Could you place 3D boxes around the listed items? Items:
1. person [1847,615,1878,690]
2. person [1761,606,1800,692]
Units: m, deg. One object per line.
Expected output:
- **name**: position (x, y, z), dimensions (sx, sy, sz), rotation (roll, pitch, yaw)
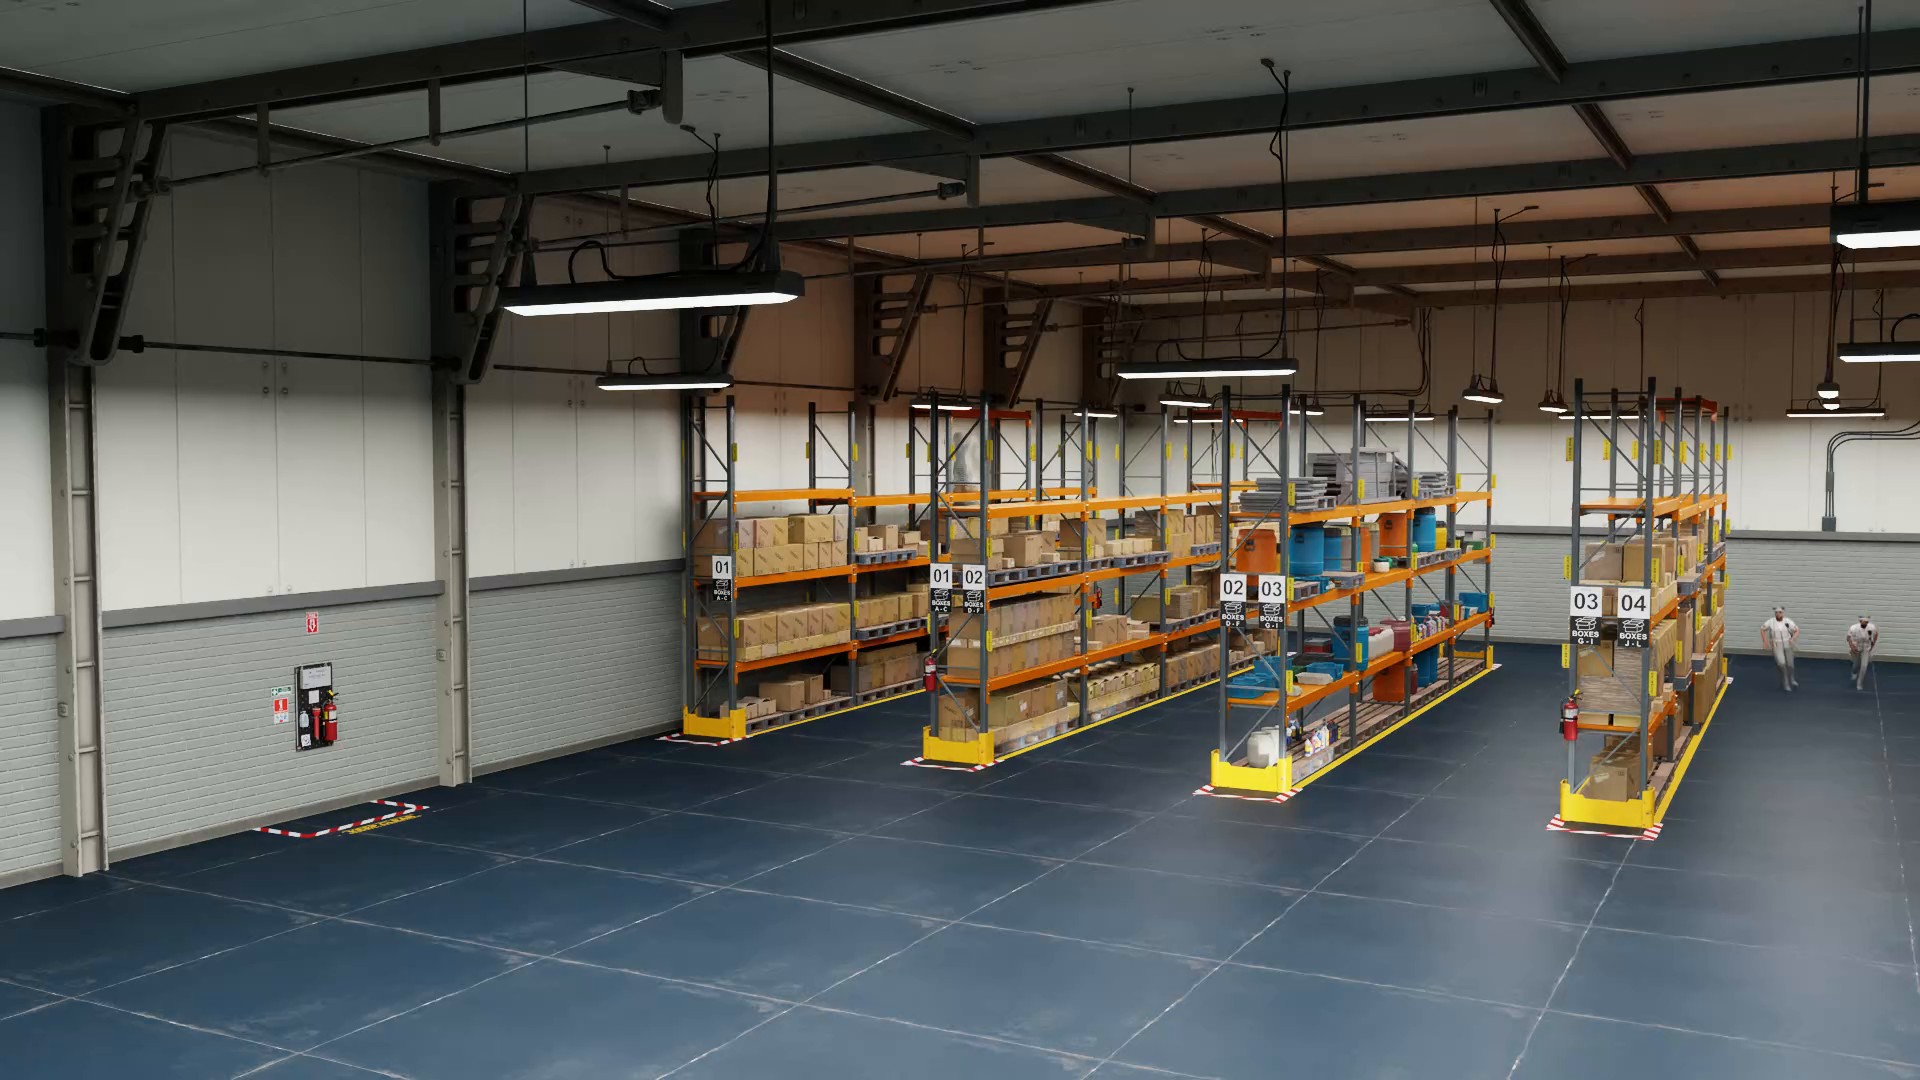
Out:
- **person**: position (19.159, 2.366, 35.363), dimensions (0.587, 1.630, 0.910), rotation (1, 3, 15)
- **person**: position (17.394, 2.290, 35.202), dimensions (0.744, 1.813, 0.784), rotation (1, 3, 15)
